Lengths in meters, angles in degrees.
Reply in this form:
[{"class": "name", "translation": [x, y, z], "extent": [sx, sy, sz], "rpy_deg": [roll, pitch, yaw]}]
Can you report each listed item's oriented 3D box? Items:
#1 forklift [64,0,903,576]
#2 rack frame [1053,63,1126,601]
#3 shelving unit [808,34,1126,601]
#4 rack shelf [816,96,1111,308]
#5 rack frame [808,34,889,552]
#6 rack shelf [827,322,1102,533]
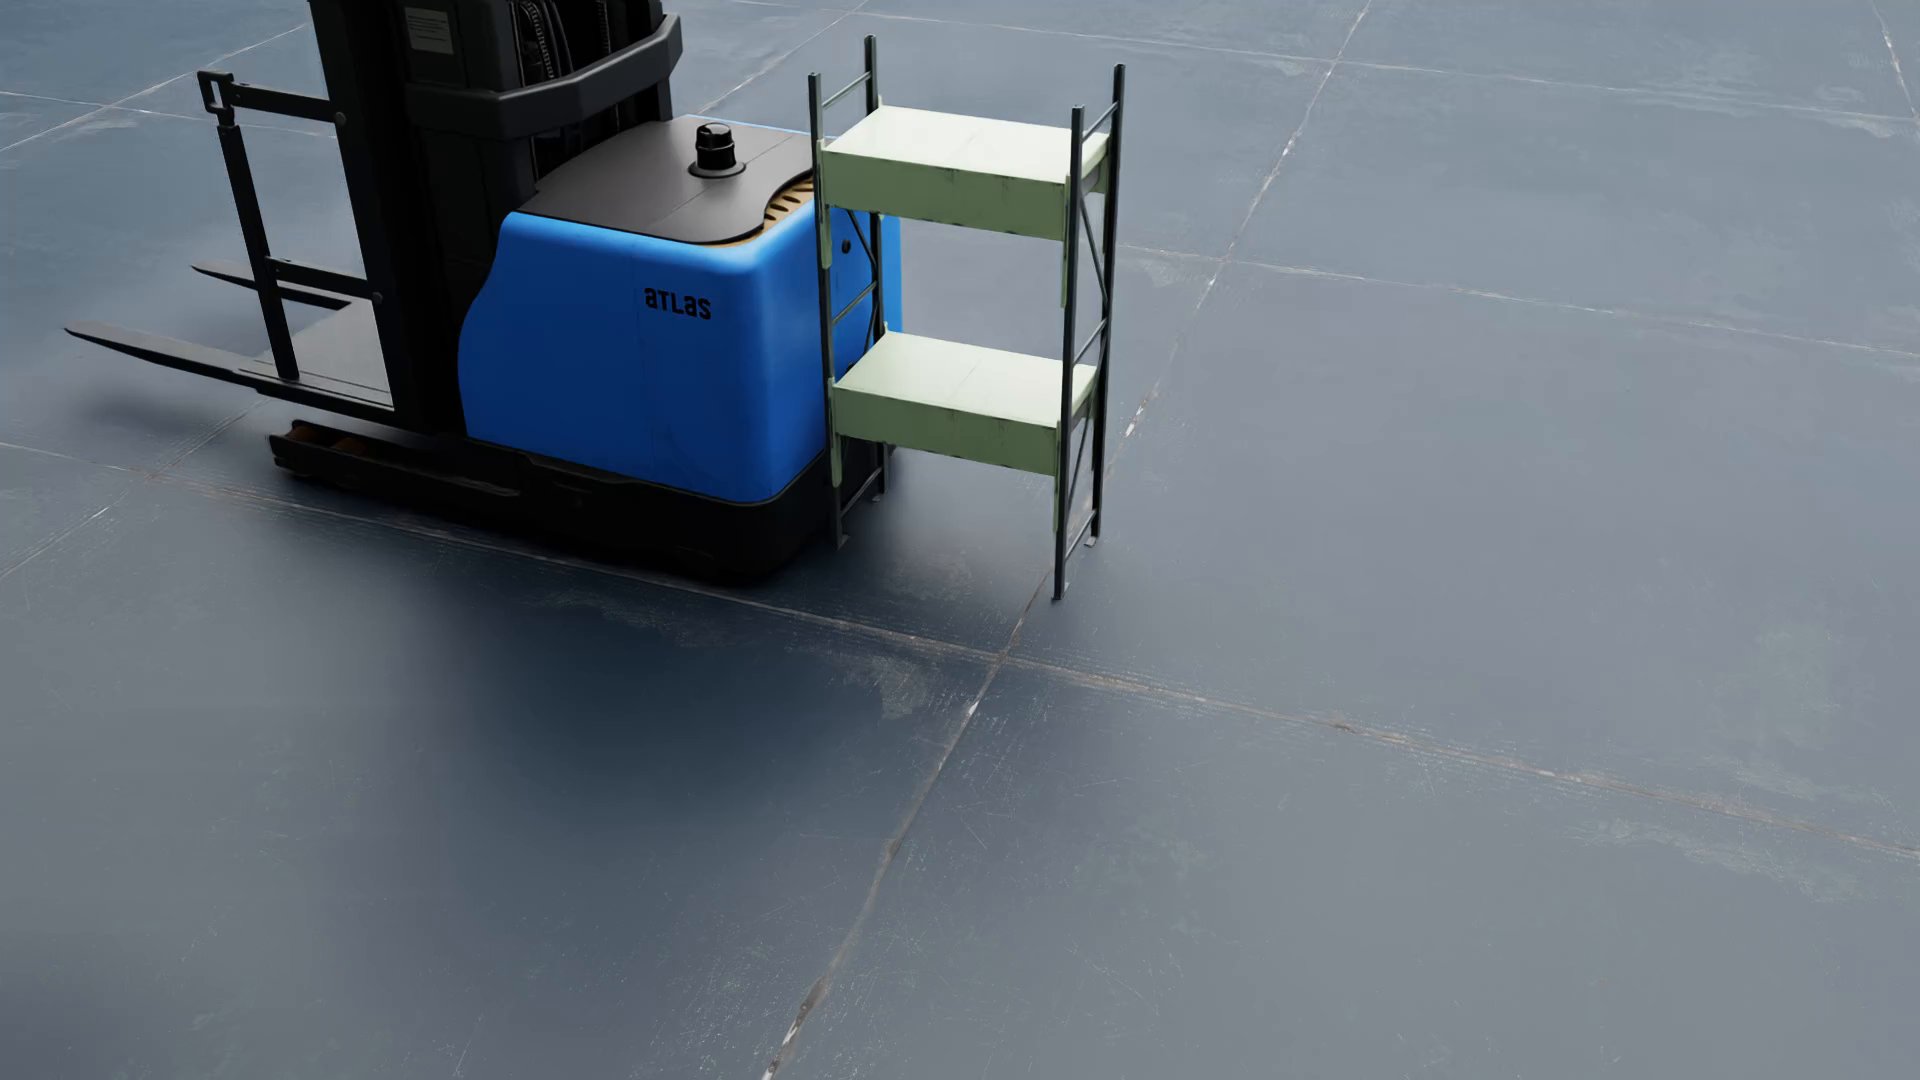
[{"class": "forklift", "translation": [-1.737, -1.645, 5.096], "extent": [3.031, 2.935, 1.130], "rpy_deg": [14, 35, 20]}, {"class": "rack frame", "translation": [0.363, -0.551, 4.720], "extent": [0.023, 1.500, 0.400], "rpy_deg": [12, 35, 18]}, {"class": "shelving unit", "translation": [0.022, -0.623, 4.832], "extent": [0.755, 1.500, 0.431], "rpy_deg": [12, 35, 18]}, {"class": "rack shelf", "translation": [0.022, -0.951, 4.621], "extent": [0.720, 0.370, 0.431], "rpy_deg": [12, 35, 18]}, {"class": "rack frame", "translation": [-0.319, -0.695, 4.944], "extent": [0.023, 1.500, 0.400], "rpy_deg": [12, 35, 18]}, {"class": "rack shelf", "translation": [0.022, -0.349, 5.009], "extent": [0.720, 0.370, 0.431], "rpy_deg": [12, 35, 18]}]
